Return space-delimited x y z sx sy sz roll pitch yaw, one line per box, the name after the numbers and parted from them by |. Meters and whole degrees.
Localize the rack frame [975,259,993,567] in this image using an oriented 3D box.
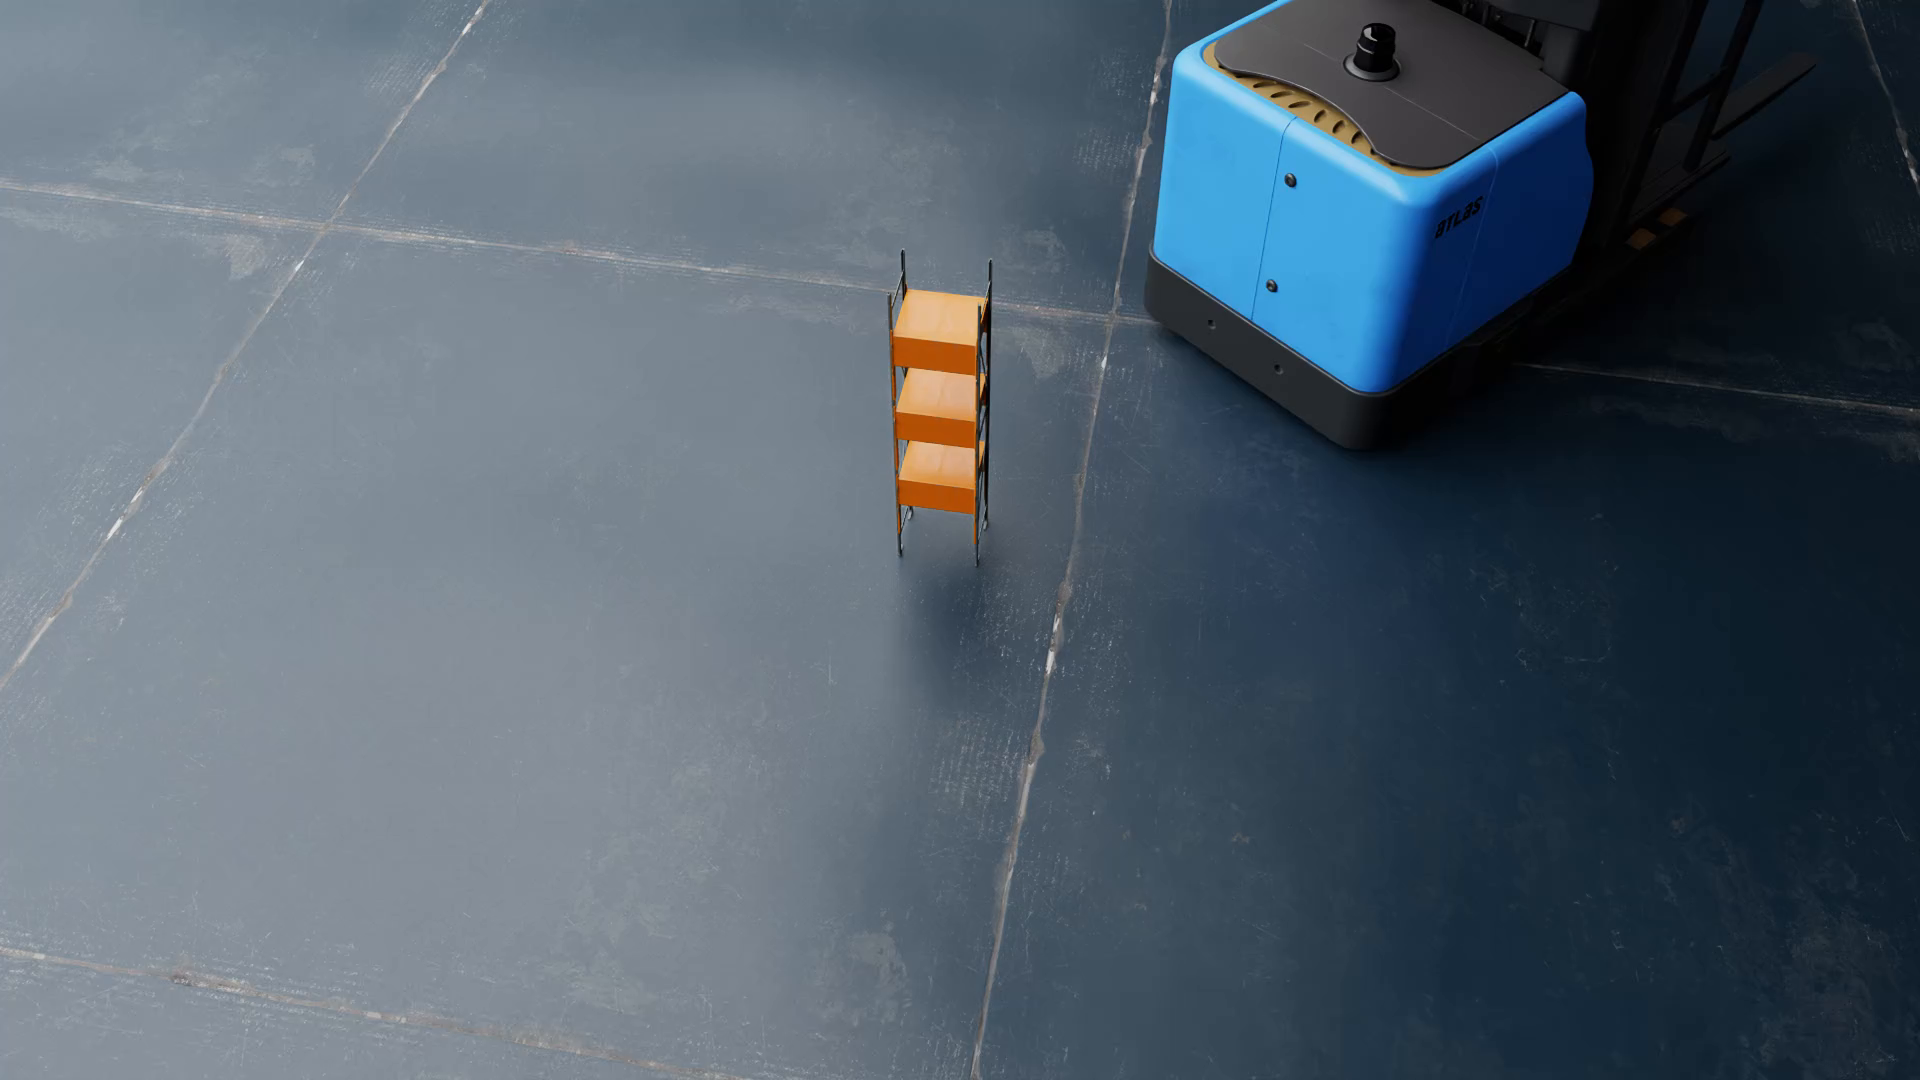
0.067 -0.342 4.851 0.008 1.050 0.200 8 49 7 | rack frame

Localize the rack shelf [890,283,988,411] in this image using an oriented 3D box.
-0.053 -0.541 4.663 0.240 0.259 0.215 8 49 7 | rack shelf

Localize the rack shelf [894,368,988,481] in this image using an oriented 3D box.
-0.053 -0.351 4.874 0.240 0.259 0.215 8 49 7 | rack shelf

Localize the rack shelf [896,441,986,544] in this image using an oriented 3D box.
-0.053 -0.165 5.080 0.240 0.259 0.215 8 49 7 | rack shelf

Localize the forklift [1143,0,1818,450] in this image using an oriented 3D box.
2.096 -2.223 5.277 3.031 2.935 1.130 -33 56 -26 | forklift

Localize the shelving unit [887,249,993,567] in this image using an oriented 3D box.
-0.053 -0.358 4.866 0.252 1.050 0.215 8 49 7 | shelving unit

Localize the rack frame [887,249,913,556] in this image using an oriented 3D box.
-0.173 -0.374 4.880 0.008 1.050 0.200 8 49 7 | rack frame
